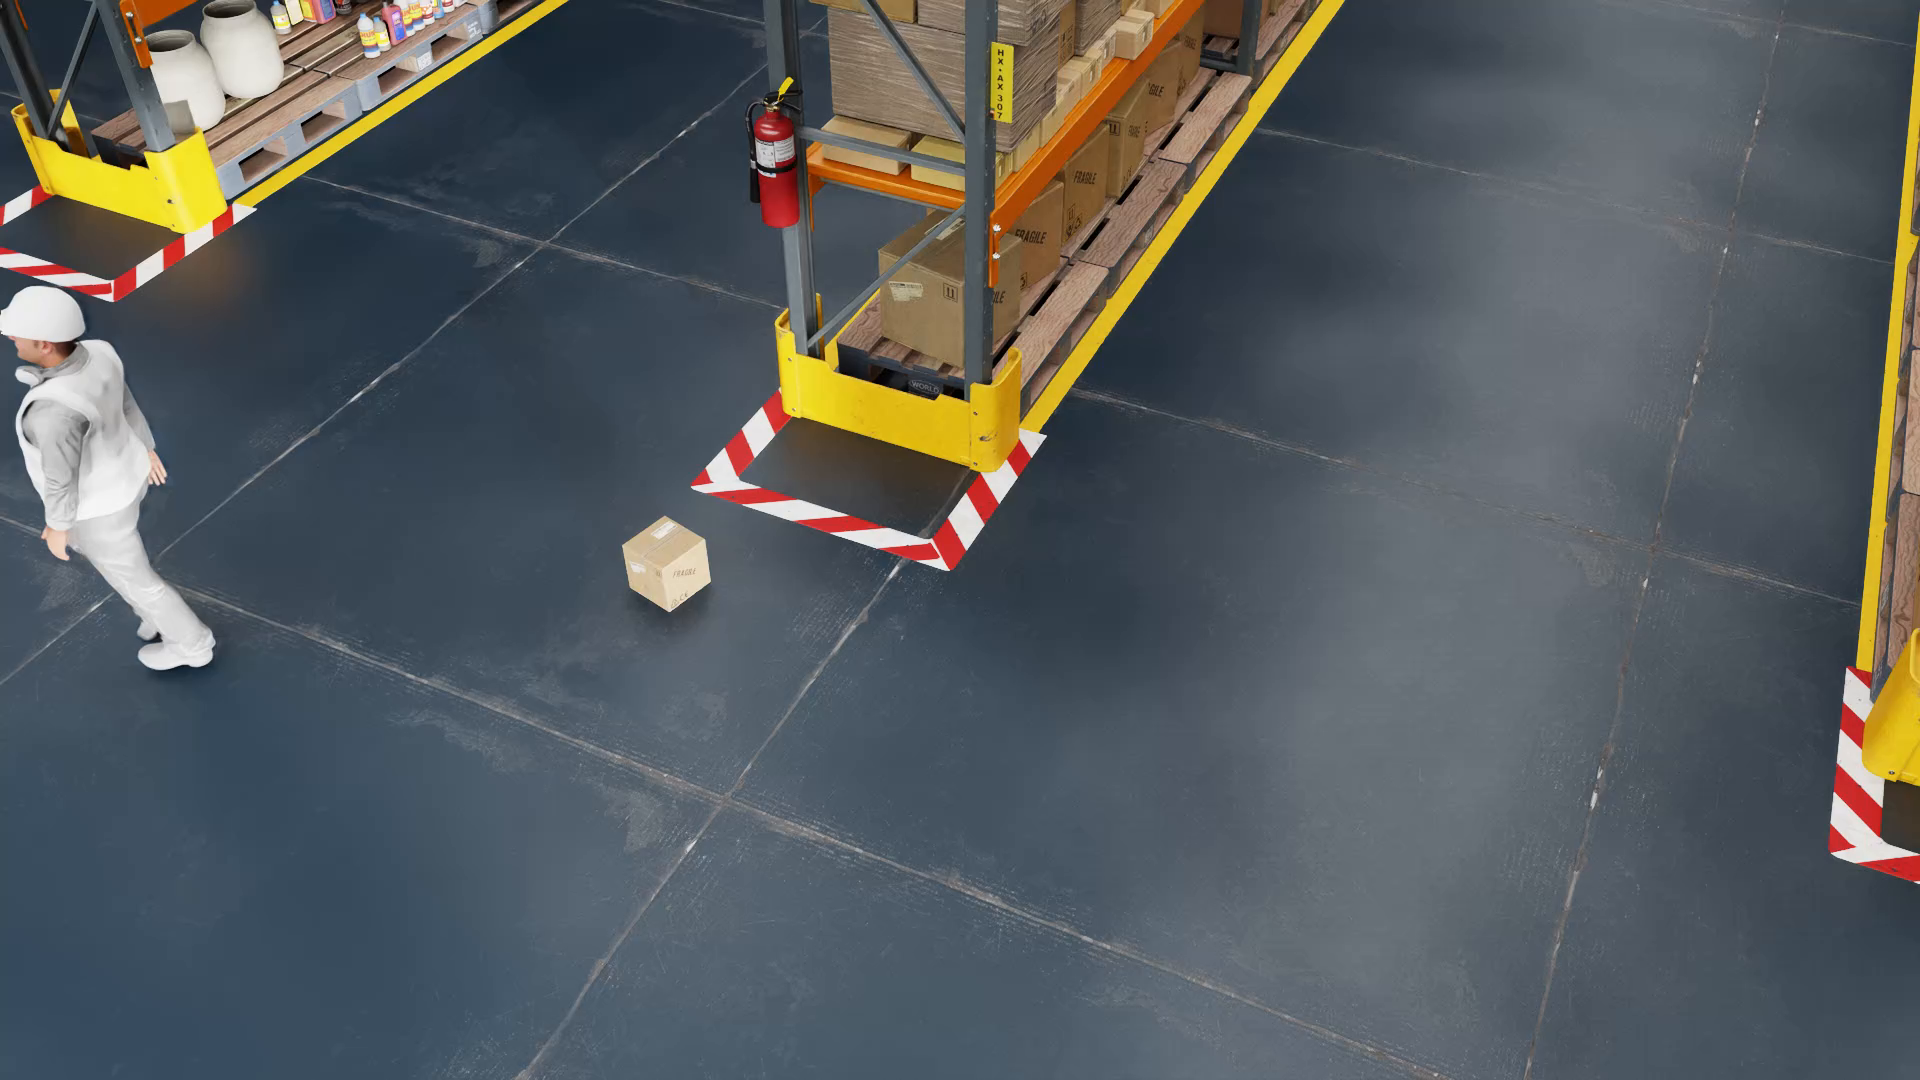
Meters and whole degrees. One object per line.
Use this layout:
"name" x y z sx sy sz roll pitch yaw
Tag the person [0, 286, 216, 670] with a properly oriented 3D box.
"person" -3.319 -0.178 6.337 0.512 1.806 0.566 -2 42 -2
